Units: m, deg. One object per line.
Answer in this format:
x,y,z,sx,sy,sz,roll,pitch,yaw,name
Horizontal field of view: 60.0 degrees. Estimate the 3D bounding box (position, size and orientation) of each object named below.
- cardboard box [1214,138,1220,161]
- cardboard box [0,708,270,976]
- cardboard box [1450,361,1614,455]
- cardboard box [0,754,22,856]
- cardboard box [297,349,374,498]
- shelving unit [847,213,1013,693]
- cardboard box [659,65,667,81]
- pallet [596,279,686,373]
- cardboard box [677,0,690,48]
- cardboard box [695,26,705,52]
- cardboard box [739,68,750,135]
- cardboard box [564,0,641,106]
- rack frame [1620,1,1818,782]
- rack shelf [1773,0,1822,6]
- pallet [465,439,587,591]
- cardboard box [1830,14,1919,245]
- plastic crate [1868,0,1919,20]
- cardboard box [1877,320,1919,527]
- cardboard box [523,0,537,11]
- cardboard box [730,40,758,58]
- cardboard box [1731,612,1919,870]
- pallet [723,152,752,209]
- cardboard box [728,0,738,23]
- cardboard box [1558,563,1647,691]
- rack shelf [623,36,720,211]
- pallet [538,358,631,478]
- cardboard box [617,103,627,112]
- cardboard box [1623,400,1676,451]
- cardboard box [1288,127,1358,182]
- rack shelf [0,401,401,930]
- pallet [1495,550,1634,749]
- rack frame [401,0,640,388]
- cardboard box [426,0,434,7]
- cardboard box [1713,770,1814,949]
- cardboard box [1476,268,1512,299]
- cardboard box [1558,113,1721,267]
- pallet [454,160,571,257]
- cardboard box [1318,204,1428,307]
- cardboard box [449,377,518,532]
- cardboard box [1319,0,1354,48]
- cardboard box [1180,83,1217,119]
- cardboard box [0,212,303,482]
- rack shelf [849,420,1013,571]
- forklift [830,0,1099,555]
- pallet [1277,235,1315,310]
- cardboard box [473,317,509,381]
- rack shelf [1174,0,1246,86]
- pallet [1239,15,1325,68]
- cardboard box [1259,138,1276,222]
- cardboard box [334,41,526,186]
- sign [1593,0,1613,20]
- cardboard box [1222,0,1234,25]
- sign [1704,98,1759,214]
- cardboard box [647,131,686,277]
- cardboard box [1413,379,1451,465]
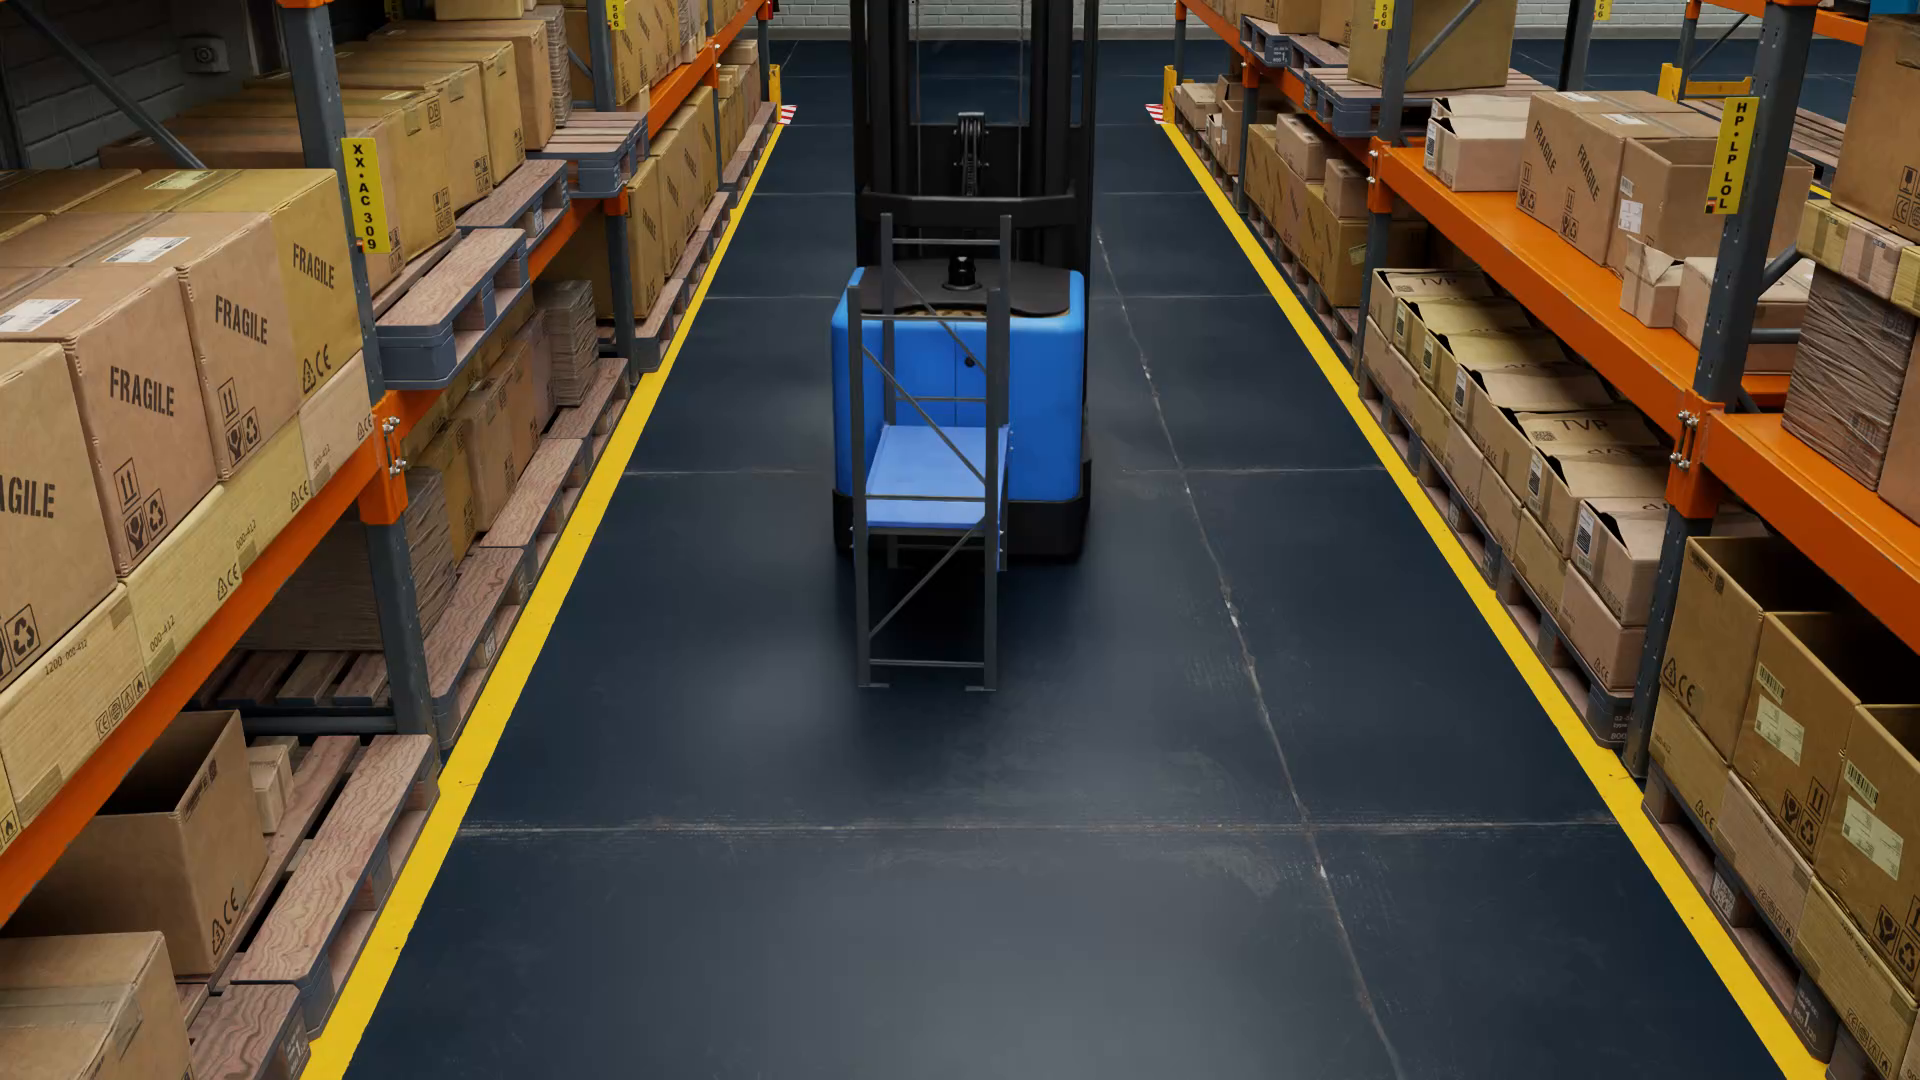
2.283,-3.184,13.575,0.380,0.149,0.250,0,24,-1,cardboard box
-2.177,0.792,4.359,0.500,0.500,0.500,-2,24,-5,cardboard box
2.417,-0.585,7.049,0.500,0.311,0.500,-1,24,-1,cardboard box
-1.893,0.507,2.647,0.500,0.250,0.500,-1,24,-1,cardboard box
-1.921,-0.321,4.478,0.500,0.250,0.500,0,24,0,cardboard box
-0.087,-0.351,6.206,0.538,1.500,1.048,2,24,3,shelving unit
-2.068,-2.994,10.511,0.380,0.149,0.250,0,24,1,cardboard box
-2.206,-1.277,9.818,1.003,0.211,1.213,0,24,-1,pallet
-2.047,-3.455,10.742,0.500,0.500,0.500,0,24,0,cardboard box
-2.003,-3.523,11.681,0.380,0.149,0.250,0,24,0,cardboard box
-2.240,-3.870,14.690,0.700,0.500,0.500,-1,24,-2,cardboard box
-2.022,-2.614,8.883,0.500,0.500,0.500,0,24,1,cardboard box
2.725,-0.598,4.932,1.000,3.000,0.127,0,24,-1,rack frame
2.746,-0.813,2.640,1.077,0.370,4.000,0,24,-1,rack shelf
-2.255,-0.128,7.278,1.003,0.211,1.213,0,24,-1,pallet
2.736,-1.052,4.240,0.700,0.500,0.500,0,24,0,cardboard box
7.244,-4.126,12.680,0.392,0.384,0.575,0,24,-1,plastic crate
2.748,-0.243,4.027,0.700,0.500,0.500,-1,24,-1,cardboard box
-2.239,-2.622,7.965,0.380,0.149,0.250,-3,25,-7,cardboard box
-2.068,-4.527,15.356,0.380,0.149,0.250,-1,24,-1,cardboard box
2.430,0.520,4.377,0.500,0.500,0.500,0,24,-1,cardboard box
-2.246,-2.914,13.436,1.003,0.211,1.213,0,24,-1,pallet
-2.308,-4.532,13.266,0.980,0.700,0.700,-1,24,-2,cardboard box
2.430,0.294,5.787,0.500,0.250,0.500,0,24,-1,cardboard box
-2.294,-2.719,10.494,1.077,0.370,4.000,0,24,-1,rack shelf
-2.265,-0.630,8.387,1.003,0.211,1.213,0,24,-1,pallet
-2.038,-2.358,9.103,0.380,0.149,0.250,0,24,0,cardboard box
2.962,-0.383,6.603,0.500,0.311,0.500,-1,24,-2,cardboard box
2.416,-2.478,10.680,0.500,0.250,0.500,-1,24,-2,cardboard box
-2.207,0.578,3.206,1.077,0.370,4.000,0,24,-1,rack shelf
2.678,0.369,6.178,1.003,0.211,1.213,0,24,-1,pallet
-2.272,-2.222,8.524,1.000,3.000,0.127,0,24,-1,rack frame
-2.537,-2.940,8.694,0.500,0.250,0.500,0,24,1,cardboard box
2.427,0.862,4.531,0.500,0.250,0.500,0,24,-1,cardboard box
2.933,-1.226,8.466,0.500,0.311,0.500,0,24,1,cardboard box
2.721,-1.384,6.548,0.500,0.500,0.500,0,24,0,cardboard box
-2.210,-1.320,6.760,1.003,0.211,1.213,0,24,-1,pallet
2.436,-1.692,9.851,0.500,0.500,0.500,1,24,2,cardboard box
-2.274,-0.362,6.910,0.700,0.500,0.500,0,24,0,cardboard box
2.718,-3.404,10.505,0.700,0.500,0.500,-6,25,-14,cardboard box
2.321,-4.059,15.387,0.500,0.250,0.500,0,24,-1,cardboard box
-1.903,-0.458,3.869,0.500,0.500,0.500,0,24,-1,cardboard box
-0.087,-0.187,6.280,0.538,0.185,1.000,2,24,3,rack shelf
0.080,-1.841,7.763,1.130,2.935,3.031,2,24,3,forklift
2.700,-1.785,10.941,1.003,0.211,1.213,0,24,-1,pallet
-2.258,-0.882,7.150,0.500,0.250,0.500,0,24,-1,cardboard box
2.615,-4.391,14.191,1.077,0.370,4.000,0,24,-1,rack shelf
2.537,-3.477,11.531,1.003,0.211,1.213,0,24,-1,pallet
2.416,-2.536,11.716,0.500,0.500,0.500,0,24,0,cardboard box
-2.221,-1.762,6.850,0.700,0.500,0.500,0,24,-1,cardboard box
3.236,-2.778,8.346,0.100,0.325,0.005,0,24,-1,sign
2.368,-4.357,13.123,0.500,0.500,0.500,0,24,1,cardboard box
2.182,-1.083,4.696,0.100,0.325,0.005,0,24,-1,sign
-2.152,-2.099,10.350,0.750,0.750,0.750,0,24,-1,cardboard box
2.411,-0.546,7.645,0.500,0.250,0.500,-1,24,-2,cardboard box
